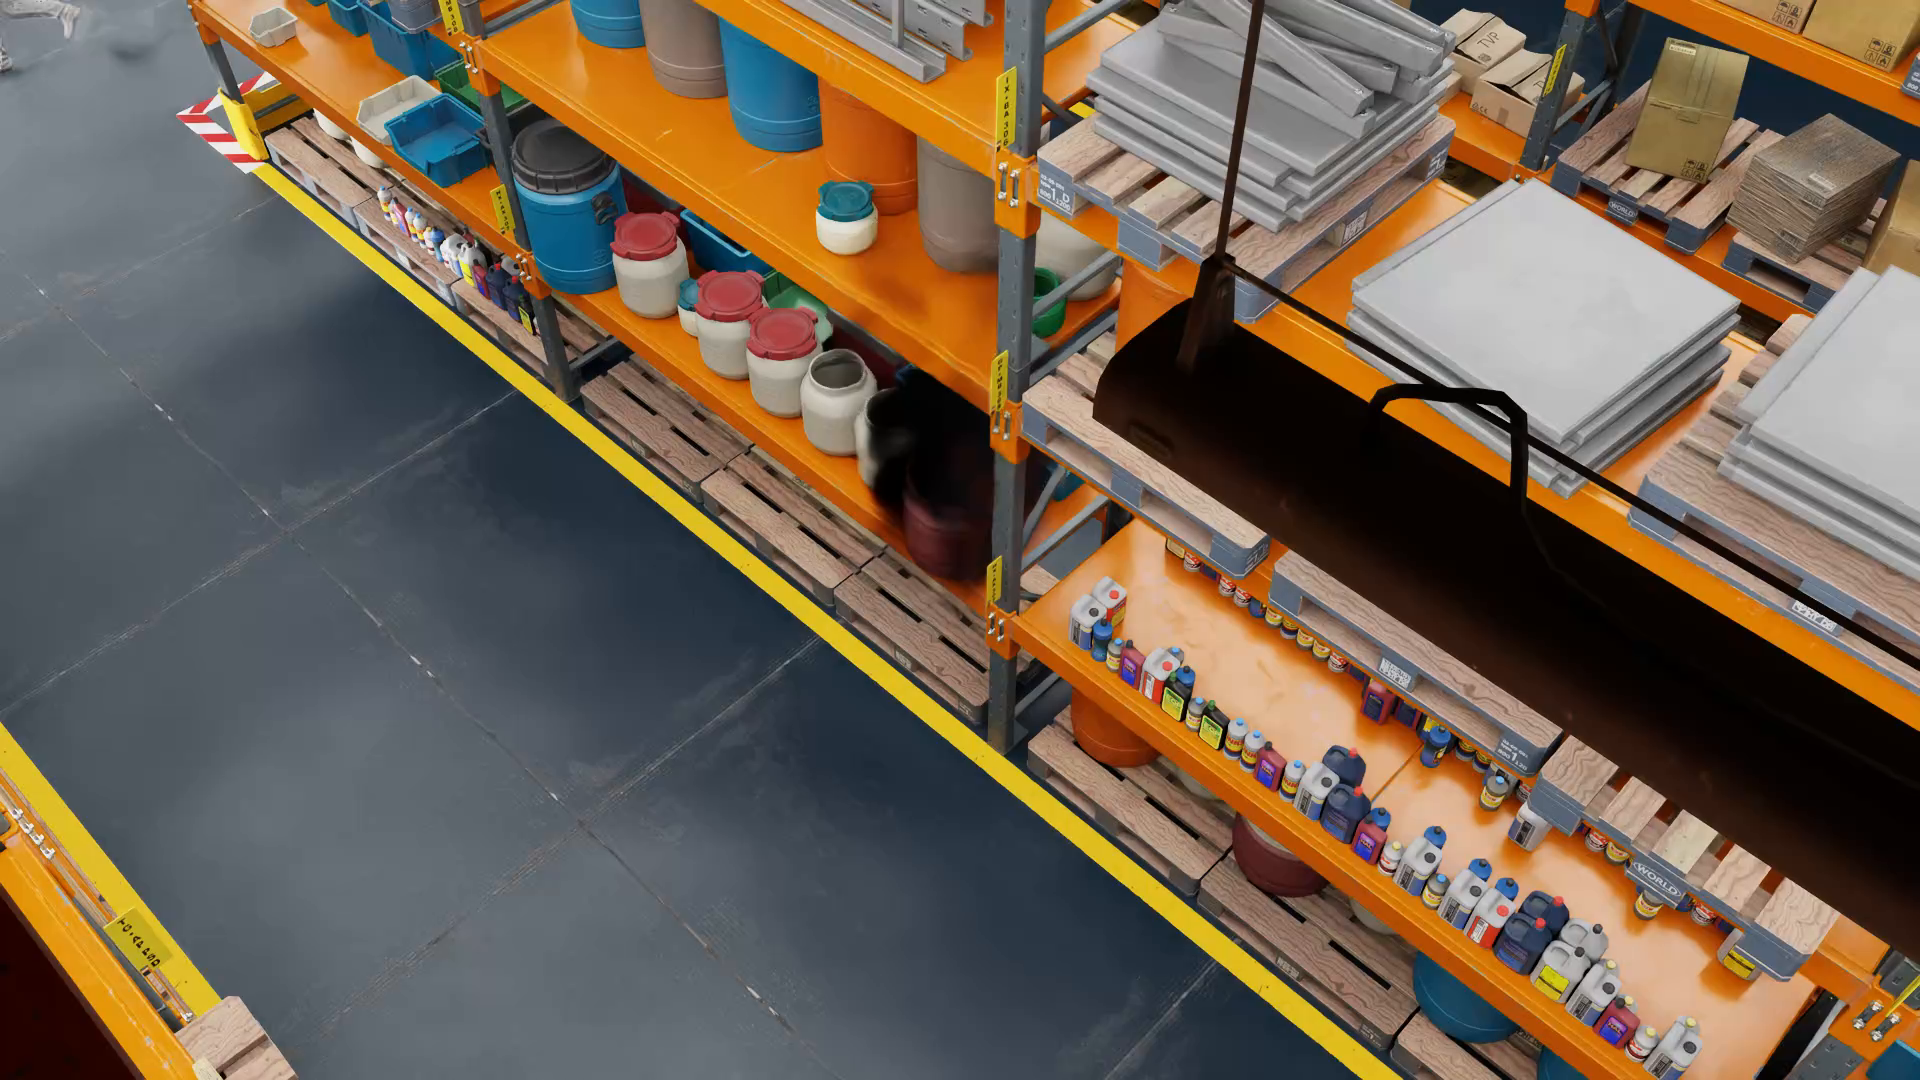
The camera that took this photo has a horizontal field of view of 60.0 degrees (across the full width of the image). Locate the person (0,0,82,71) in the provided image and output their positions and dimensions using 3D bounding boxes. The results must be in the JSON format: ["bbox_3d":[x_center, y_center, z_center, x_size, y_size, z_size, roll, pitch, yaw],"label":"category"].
[{"bbox_3d":[-7.591,-4.441,13.024,1.000,1.726,0.694,-21,53,-17],"label":"person"}]
